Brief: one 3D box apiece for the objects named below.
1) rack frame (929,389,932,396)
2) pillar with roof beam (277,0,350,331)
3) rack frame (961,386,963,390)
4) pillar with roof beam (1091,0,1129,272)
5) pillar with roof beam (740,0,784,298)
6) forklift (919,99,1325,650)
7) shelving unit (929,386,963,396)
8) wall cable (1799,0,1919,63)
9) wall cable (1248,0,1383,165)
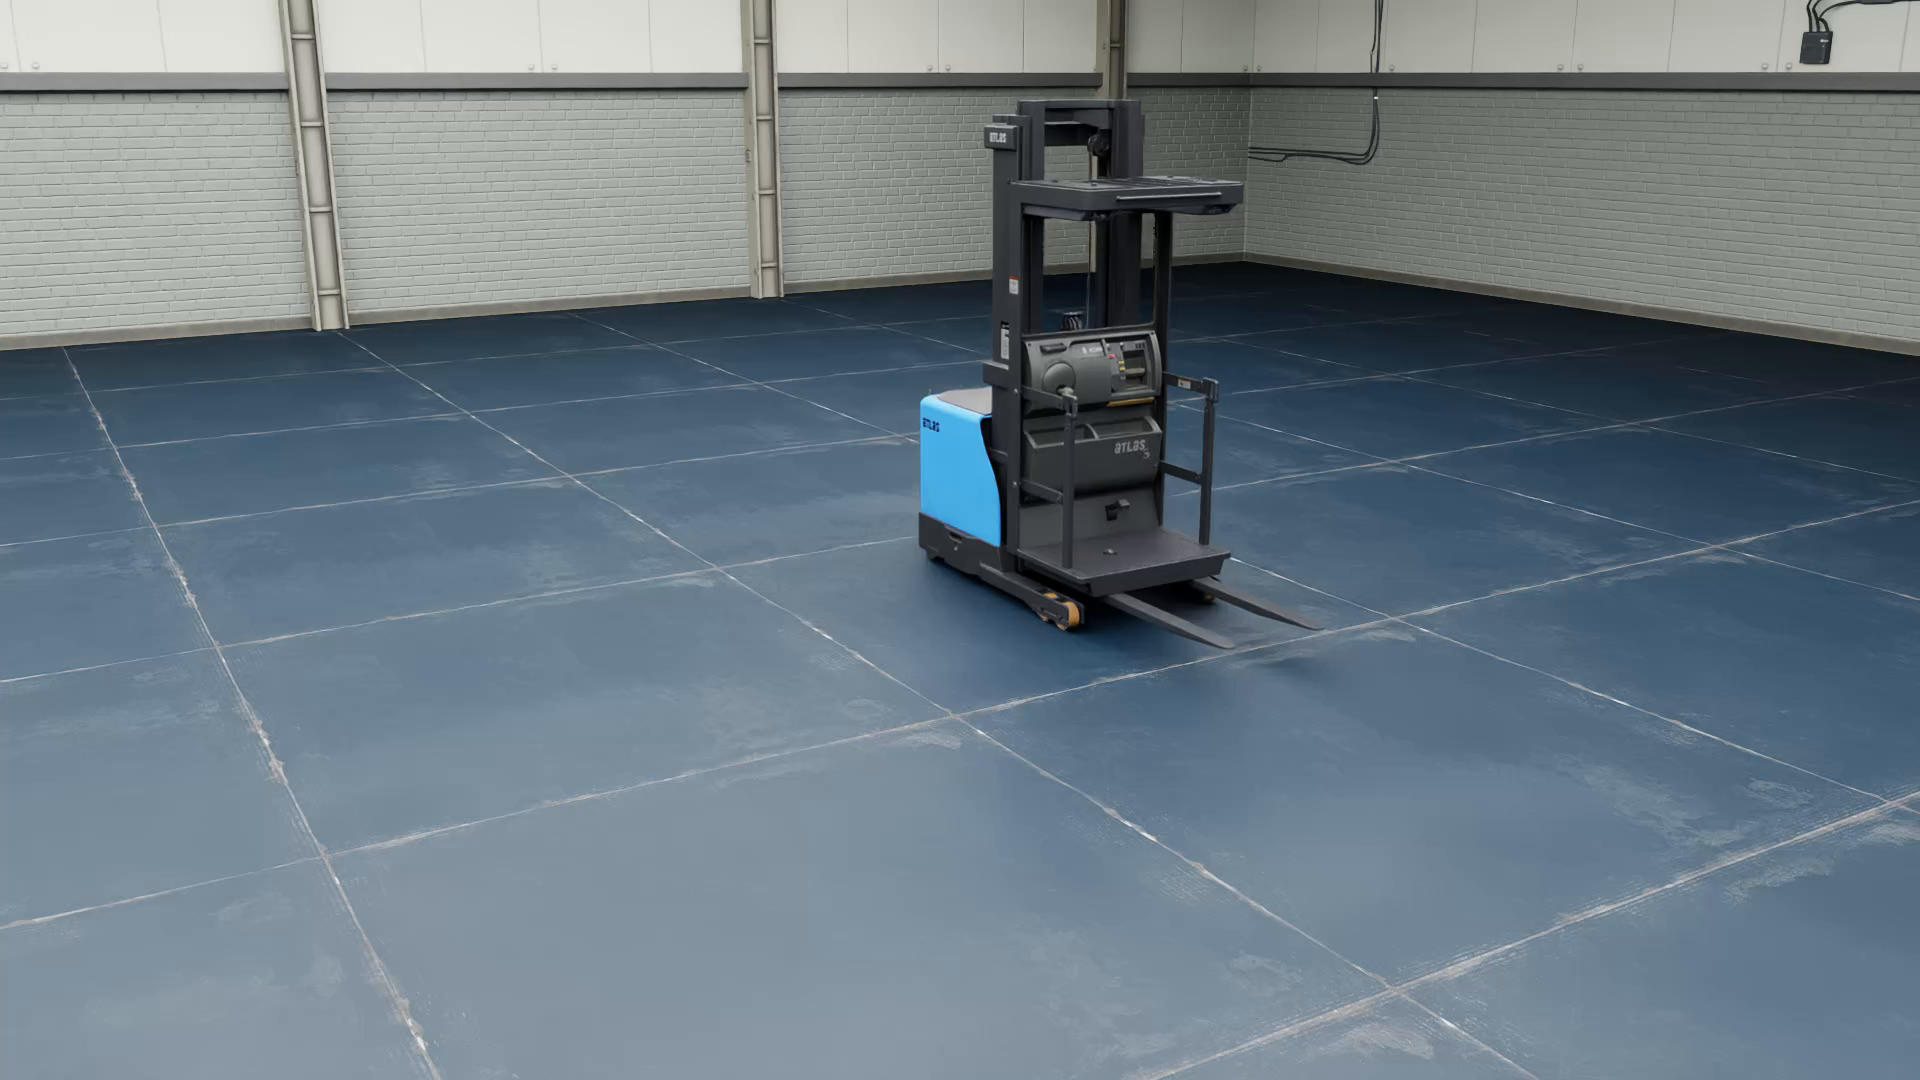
[{"bbox_3d":[-0.150,-0.481,11.181,0.008,1.050,0.200,-9,18,-30],"label":"rack frame"},{"bbox_3d":[-5.700,-6.005,16.159,0.400,9.000,9.100,-9,18,-30],"label":"pillar with roof beam"},{"bbox_3d":[0.059,-0.515,11.302,0.008,1.050,0.200,-9,18,-30],"label":"rack frame"},{"bbox_3d":[4.586,-7.673,22.109,0.400,9.000,9.100,-9,18,-30],"label":"pillar with roof beam"},{"bbox_3d":[-0.557,-6.839,19.134,0.400,9.000,9.100,-9,18,-30],"label":"pillar with roof beam"},{"bbox_3d":[0.905,-1.034,9.669,1.130,2.935,3.031,-9,18,-29],"label":"forklift"},{"bbox_3d":[-0.046,-0.498,11.242,0.252,1.050,0.215,-9,18,-30],"label":"shelving unit"},{"bbox_3d":[10.451,-8.211,17.729,0.169,6.003,2.305,-9,18,-30],"label":"wall cable"},{"bbox_3d":[5.575,-7.277,26.451,0.112,2.526,3.097,-9,18,-30],"label":"wall cable"}]
